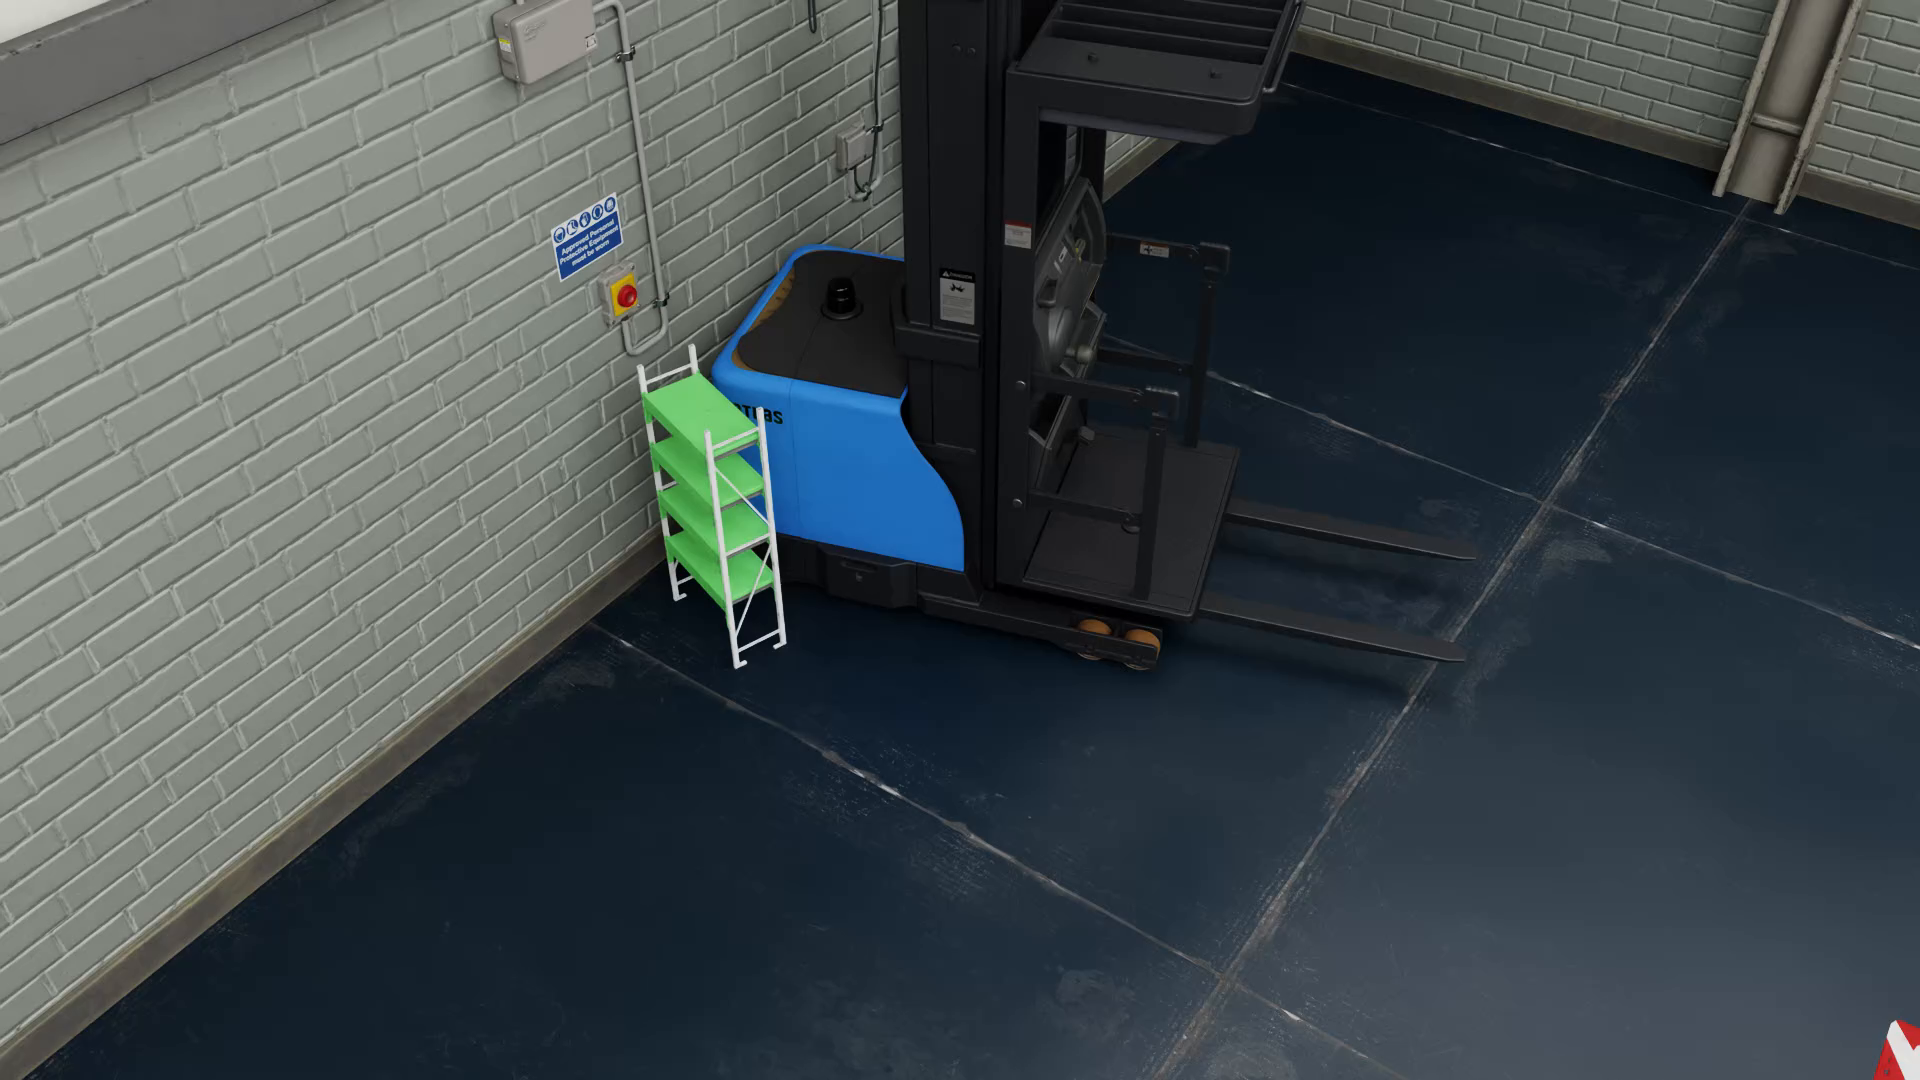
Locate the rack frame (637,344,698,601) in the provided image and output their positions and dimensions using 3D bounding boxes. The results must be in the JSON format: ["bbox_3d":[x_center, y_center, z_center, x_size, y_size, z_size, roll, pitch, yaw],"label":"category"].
[{"bbox_3d":[-1.100,-0.242,6.621,0.240,1.200,0.015,-26,48,-26],"label":"rack frame"}]

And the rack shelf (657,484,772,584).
[{"bbox_3d":[-0.954,-0.064,6.518,0.258,0.148,0.480,-26,48,-26],"label":"rack shelf"}]

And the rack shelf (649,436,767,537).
[{"bbox_3d":[-0.954,-0.243,6.358,0.258,0.148,0.480,-26,48,-26],"label":"rack shelf"}]

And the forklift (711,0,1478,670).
[{"bbox_3d":[0.596,-0.970,6.136,3.031,2.935,1.130,12,43,13],"label":"forklift"}]

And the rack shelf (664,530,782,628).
[{"bbox_3d":[-0.954,0.115,6.678,0.258,0.148,0.480,-26,48,-26],"label":"rack shelf"}]

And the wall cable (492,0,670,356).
[{"bbox_3d":[-1.270,-1.391,5.769,0.123,1.953,0.585,25,48,25],"label":"wall cable"}]

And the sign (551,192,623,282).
[{"bbox_3d":[-1.348,-1.098,6.025,0.001,0.218,0.327,25,48,25],"label":"sign"}]

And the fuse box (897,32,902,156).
[{"bbox_3d":[0.056,-1.611,7.767,0.414,1.711,0.539,25,48,25],"label":"fuse box"}]

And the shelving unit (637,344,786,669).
[{"bbox_3d":[-0.954,-0.112,6.475,0.258,1.200,0.503,-26,48,-26],"label":"shelving unit"}]

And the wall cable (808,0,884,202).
[{"bbox_3d":[-0.465,-2.158,6.650,0.122,1.984,0.588,25,48,25],"label":"wall cable"}]

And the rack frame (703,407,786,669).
[{"bbox_3d":[-0.808,0.019,6.329,0.240,1.200,0.015,-26,48,-26],"label":"rack frame"}]

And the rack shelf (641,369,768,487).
[{"bbox_3d":[-0.954,-0.422,6.198,0.258,0.148,0.480,-26,48,-26],"label":"rack shelf"}]

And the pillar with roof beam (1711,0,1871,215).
[{"bbox_3d":[2.045,-2.975,3.827,0.400,9.000,9.100,25,48,25],"label":"pillar with roof beam"}]
